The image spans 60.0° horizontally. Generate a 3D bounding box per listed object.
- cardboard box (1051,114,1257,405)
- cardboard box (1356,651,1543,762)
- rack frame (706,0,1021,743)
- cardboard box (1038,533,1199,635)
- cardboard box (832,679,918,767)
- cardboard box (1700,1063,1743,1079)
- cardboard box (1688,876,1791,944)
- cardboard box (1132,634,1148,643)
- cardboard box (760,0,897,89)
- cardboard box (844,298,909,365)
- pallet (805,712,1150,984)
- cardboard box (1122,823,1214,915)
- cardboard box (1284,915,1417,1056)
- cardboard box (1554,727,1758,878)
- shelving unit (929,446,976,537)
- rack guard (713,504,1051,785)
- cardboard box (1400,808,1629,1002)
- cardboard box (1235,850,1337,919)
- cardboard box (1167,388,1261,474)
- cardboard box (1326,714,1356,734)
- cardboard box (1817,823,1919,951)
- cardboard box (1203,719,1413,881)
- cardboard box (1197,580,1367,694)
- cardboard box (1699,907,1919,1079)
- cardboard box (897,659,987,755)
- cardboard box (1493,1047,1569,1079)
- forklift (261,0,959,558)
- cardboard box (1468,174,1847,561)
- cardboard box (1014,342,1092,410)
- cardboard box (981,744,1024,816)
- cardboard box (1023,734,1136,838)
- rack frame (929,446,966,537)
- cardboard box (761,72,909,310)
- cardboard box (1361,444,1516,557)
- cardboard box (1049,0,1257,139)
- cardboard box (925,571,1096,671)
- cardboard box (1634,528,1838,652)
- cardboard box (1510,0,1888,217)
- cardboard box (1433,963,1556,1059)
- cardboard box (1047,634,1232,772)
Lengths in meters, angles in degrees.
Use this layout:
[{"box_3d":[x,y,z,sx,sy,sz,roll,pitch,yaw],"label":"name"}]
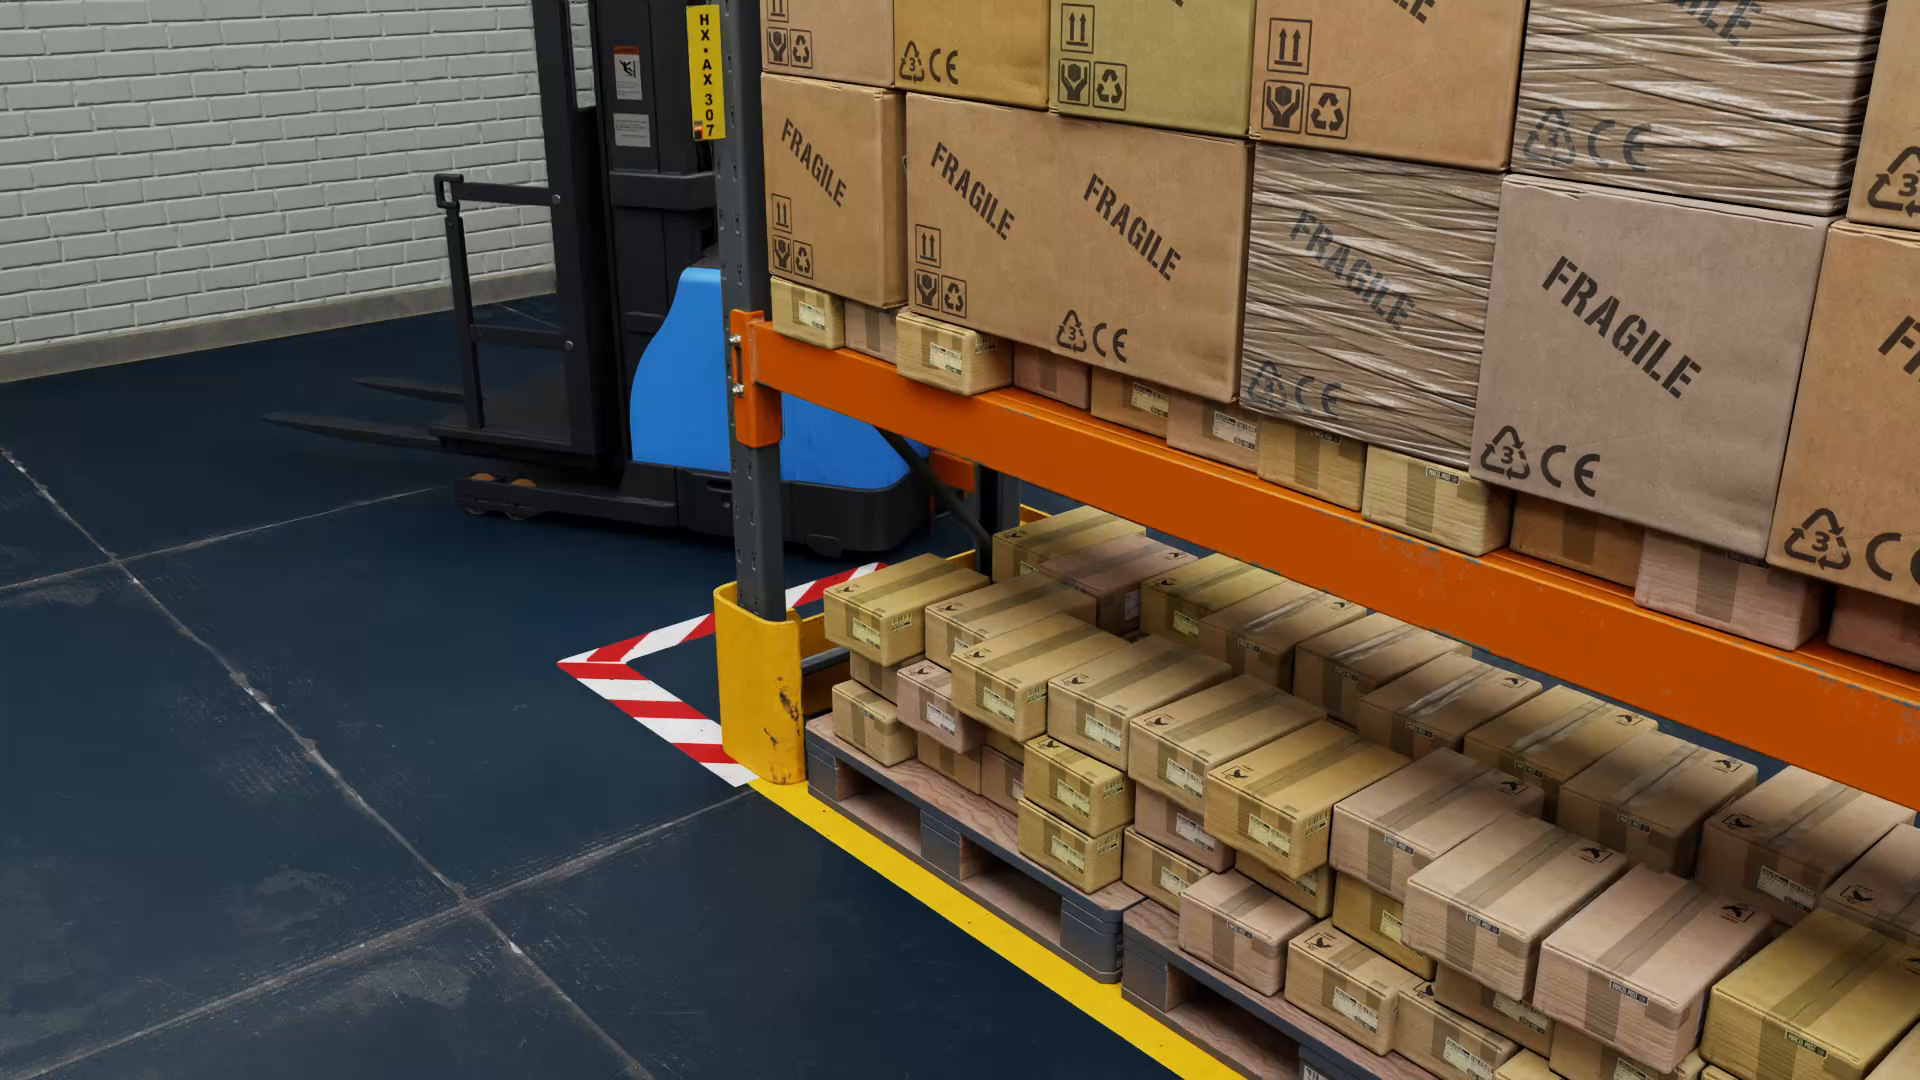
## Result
[{"box_3d":[0.539,-0.614,3.395,0.500,0.500,0.500,-17,27,-37],"label":"cardboard box"},{"box_3d":[1.126,0.413,3.835,0.380,0.149,0.250,-19,28,-39],"label":"cardboard box"},{"box_3d":[-0.224,-0.899,4.667,1.000,3.000,0.127,-17,27,-37],"label":"rack frame"},{"box_3d":[0.434,0.125,4.570,0.380,0.149,0.250,-17,27,-36],"label":"cardboard box"},{"box_3d":[-0.124,0.454,4.546,0.380,0.149,0.250,-17,27,-36],"label":"cardboard box"},{"box_3d":[1.477,0.954,2.862,0.380,0.149,0.250,-17,27,-37],"label":"cardboard box"},{"box_3d":[1.638,0.759,3.359,0.380,0.149,0.250,-16,26,-35],"label":"cardboard box"},{"box_3d":[0.678,0.315,4.492,0.380,0.149,0.250,-19,28,-40],"label":"cardboard box"},{"box_3d":[-0.132,-1.363,3.934,0.500,0.500,0.500,-18,27,-38],"label":"cardboard box"},{"box_3d":[-0.063,-0.554,4.131,0.380,0.149,0.250,-16,27,-36],"label":"cardboard box"},{"box_3d":[0.329,0.653,4.527,1.003,0.211,1.213,-17,27,-37],"label":"pallet"},{"box_3d":[0.599,0.718,3.871,0.380,0.149,0.250,-17,27,-37],"label":"cardboard box"},{"box_3d":[0.896,0.878,3.463,0.380,0.149,0.250,-17,27,-37],"label":"cardboard box"},{"box_3d":[1.450,0.556,3.469,0.380,0.149,0.250,-19,28,-40],"label":"cardboard box"},{"box_3d":[0.041,-0.498,6.317,0.252,1.050,0.215,19,28,40],"label":"shelving unit"},{"box_3d":[-0.174,0.286,5.069,1.175,0.500,0.348,-17,27,-37],"label":"rack guard"},{"box_3d":[1.051,0.682,3.148,0.380,0.149,0.250,-19,28,-39],"label":"cardboard box"},{"box_3d":[0.825,0.648,3.642,0.380,0.149,0.250,-16,26,-35],"label":"cardboard box"},{"box_3d":[0.643,-0.273,3.411,0.380,0.149,0.250,-18,28,-38],"label":"cardboard box"},{"box_3d":[1.025,0.455,4.134,0.380,0.149,0.250,-17,27,-37],"label":"cardboard box"},{"box_3d":[1.795,0.701,3.098,0.380,0.149,0.250,-18,28,-39],"label":"cardboard box"},{"box_3d":[0.735,0.540,3.509,0.380,0.149,0.250,-17,27,-37],"label":"cardboard box"},{"box_3d":[0.821,0.253,4.244,0.380,0.149,0.250,-19,28,-39],"label":"cardboard box"},{"box_3d":[1.483,0.806,2.831,0.380,0.149,0.250,-16,27,-36],"label":"cardboard box"},{"box_3d":[0.060,0.389,4.303,0.380,0.149,0.250,-18,27,-38],"label":"cardboard box"},{"box_3d":[1.198,1.025,3.088,0.380,0.149,0.250,-18,27,-38],"label":"cardboard box"},{"box_3d":[-1.509,-1.613,6.583,3.031,2.935,1.130,8,23,19],"label":"forklift"},{"box_3d":[1.196,-0.327,2.661,0.500,0.500,0.500,-18,27,-38],"label":"cardboard box"},{"box_3d":[0.345,-0.428,3.809,0.380,0.149,0.250,-16,26,-35],"label":"cardboard box"},{"box_3d":[0.276,0.573,4.240,0.380,0.149,0.250,-17,27,-37],"label":"cardboard box"},{"box_3d":[0.372,0.532,3.937,0.380,0.149,0.250,-16,27,-36],"label":"cardboard box"},{"box_3d":[-0.047,-0.529,6.396,0.008,1.050,0.200,19,28,40],"label":"rack frame"},{"box_3d":[-0.140,-0.895,4.110,0.500,0.500,0.500,-16,26,-35],"label":"cardboard box"},{"box_3d":[0.949,-0.115,3.010,0.380,0.149,0.250,-17,27,-36],"label":"cardboard box"},{"box_3d":[0.525,-1.076,3.202,0.500,0.500,0.500,-18,28,-39],"label":"cardboard box"},{"box_3d":[0.132,0.229,4.304,0.380,0.149,0.250,-17,27,-36],"label":"cardboard box"},{"box_3d":[1.294,0.021,2.661,0.380,0.149,0.250,-19,28,-40],"label":"cardboard box"},{"box_3d":[1.211,-0.797,2.489,0.500,0.500,0.500,-17,27,-36],"label":"cardboard box"},{"box_3d":[1.136,0.809,3.231,0.380,0.149,0.250,-19,28,-40],"label":"cardboard box"},{"box_3d":[0.424,0.378,3.924,0.380,0.149,0.250,-19,28,-40],"label":"cardboard box"}]
